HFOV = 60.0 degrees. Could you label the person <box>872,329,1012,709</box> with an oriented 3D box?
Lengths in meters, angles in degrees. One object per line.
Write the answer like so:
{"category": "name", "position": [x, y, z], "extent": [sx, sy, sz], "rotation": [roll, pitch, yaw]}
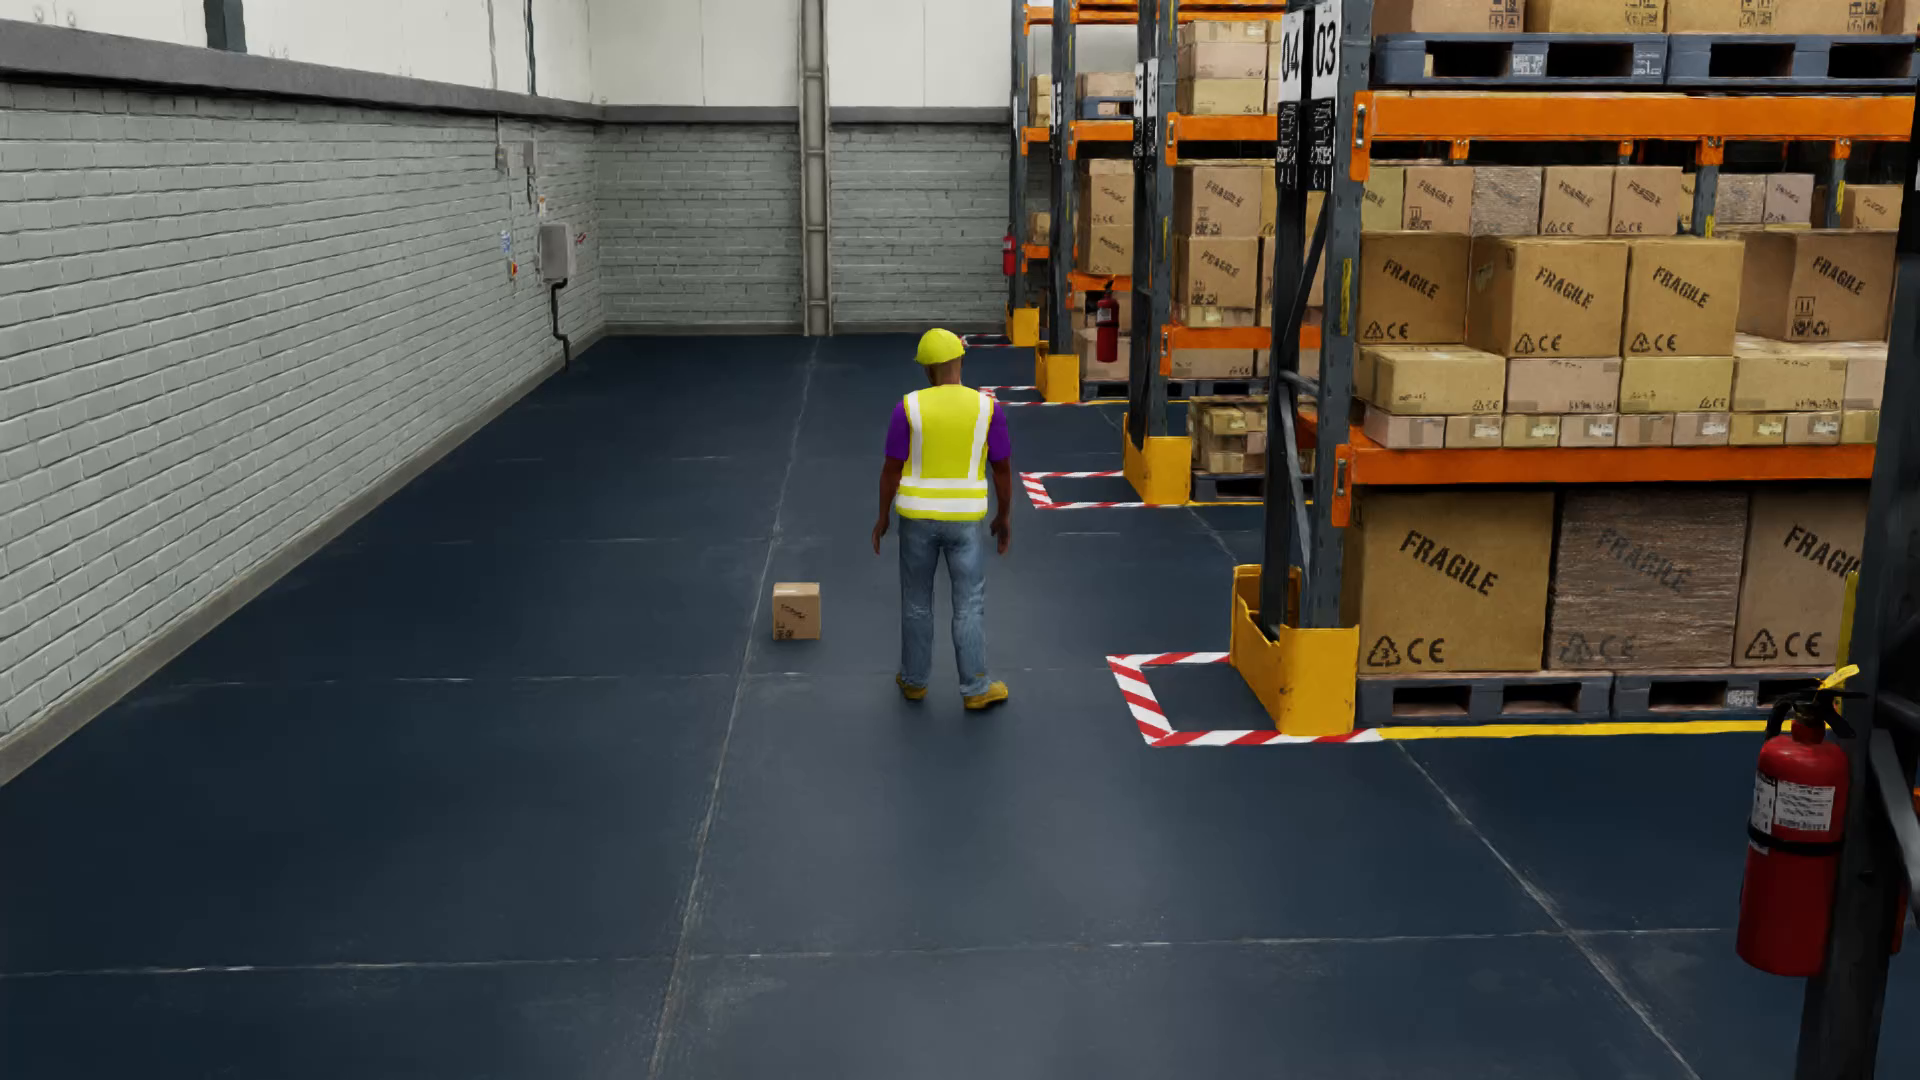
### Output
{"category": "person", "position": [-0.087, -0.115, 7.812], "extent": [0.655, 1.768, 0.495], "rotation": [-1, 13, -3]}
